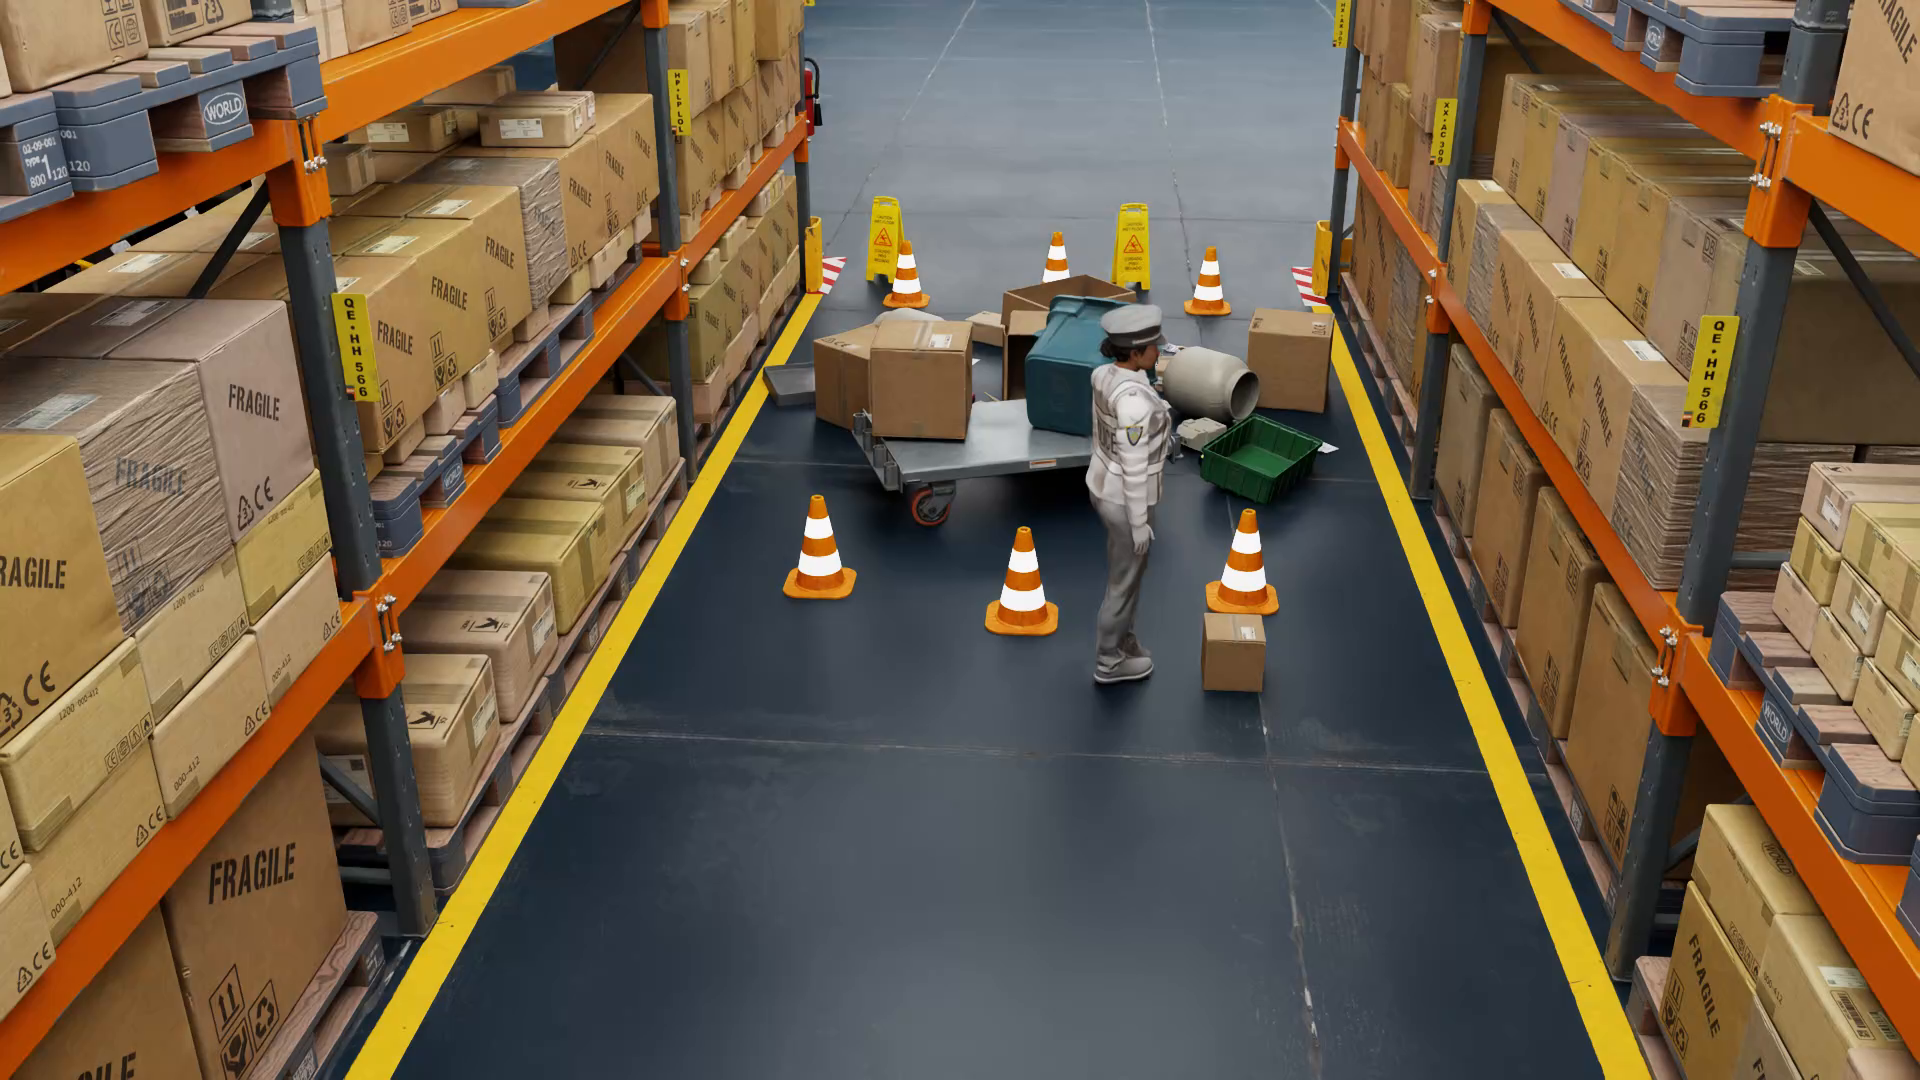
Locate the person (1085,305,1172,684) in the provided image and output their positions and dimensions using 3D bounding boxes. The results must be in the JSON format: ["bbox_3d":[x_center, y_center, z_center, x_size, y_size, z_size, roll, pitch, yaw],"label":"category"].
[{"bbox_3d":[0.731,-0.138,6.948,0.402,1.739,0.509,-5,25,-11],"label":"person"}]
